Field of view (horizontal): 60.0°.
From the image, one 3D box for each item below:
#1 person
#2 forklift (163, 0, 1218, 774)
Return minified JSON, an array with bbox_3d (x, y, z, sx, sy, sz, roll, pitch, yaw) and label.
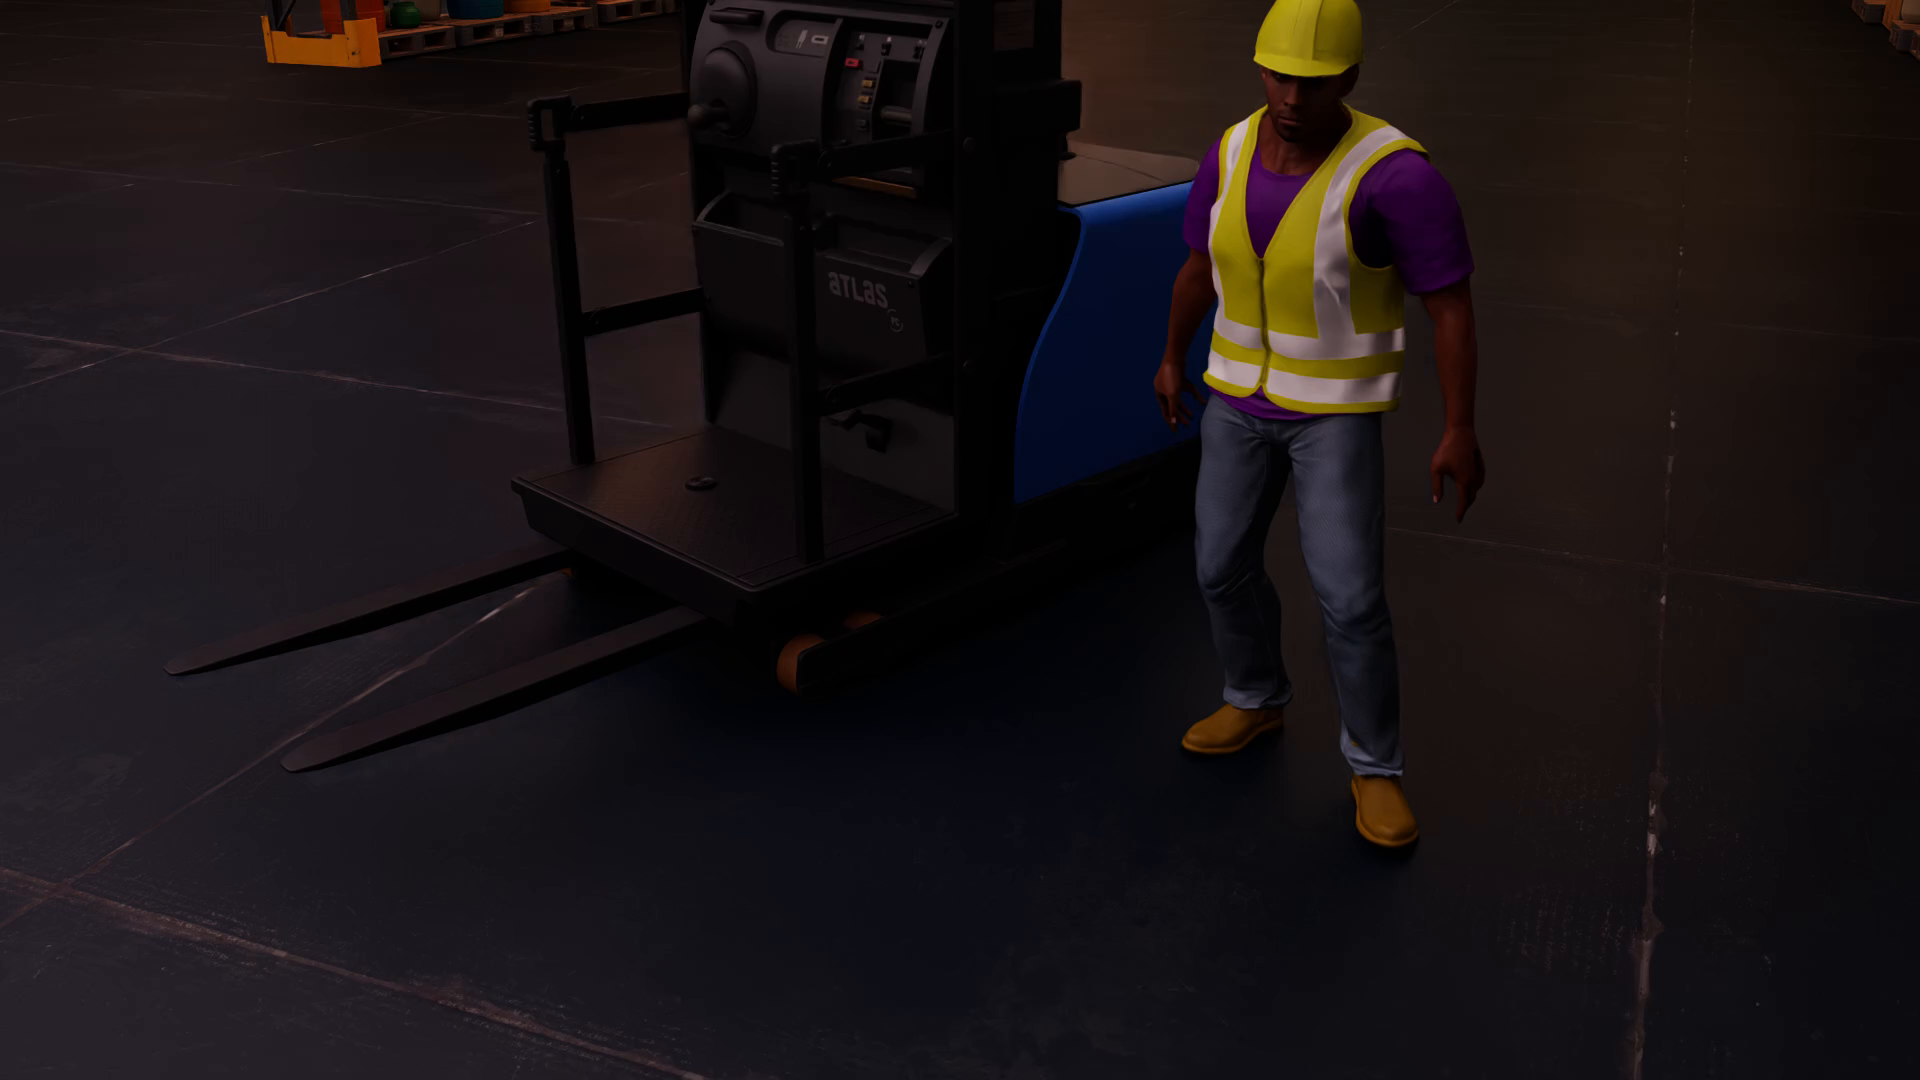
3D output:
[{"bbox_3d":[0.707,-0.280,3.518,0.864,1.733,0.442,20,30,39],"label":"person"},{"bbox_3d":[-0.526,-1.178,4.110,3.031,2.935,1.130,-21,31,-41],"label":"forklift"}]
